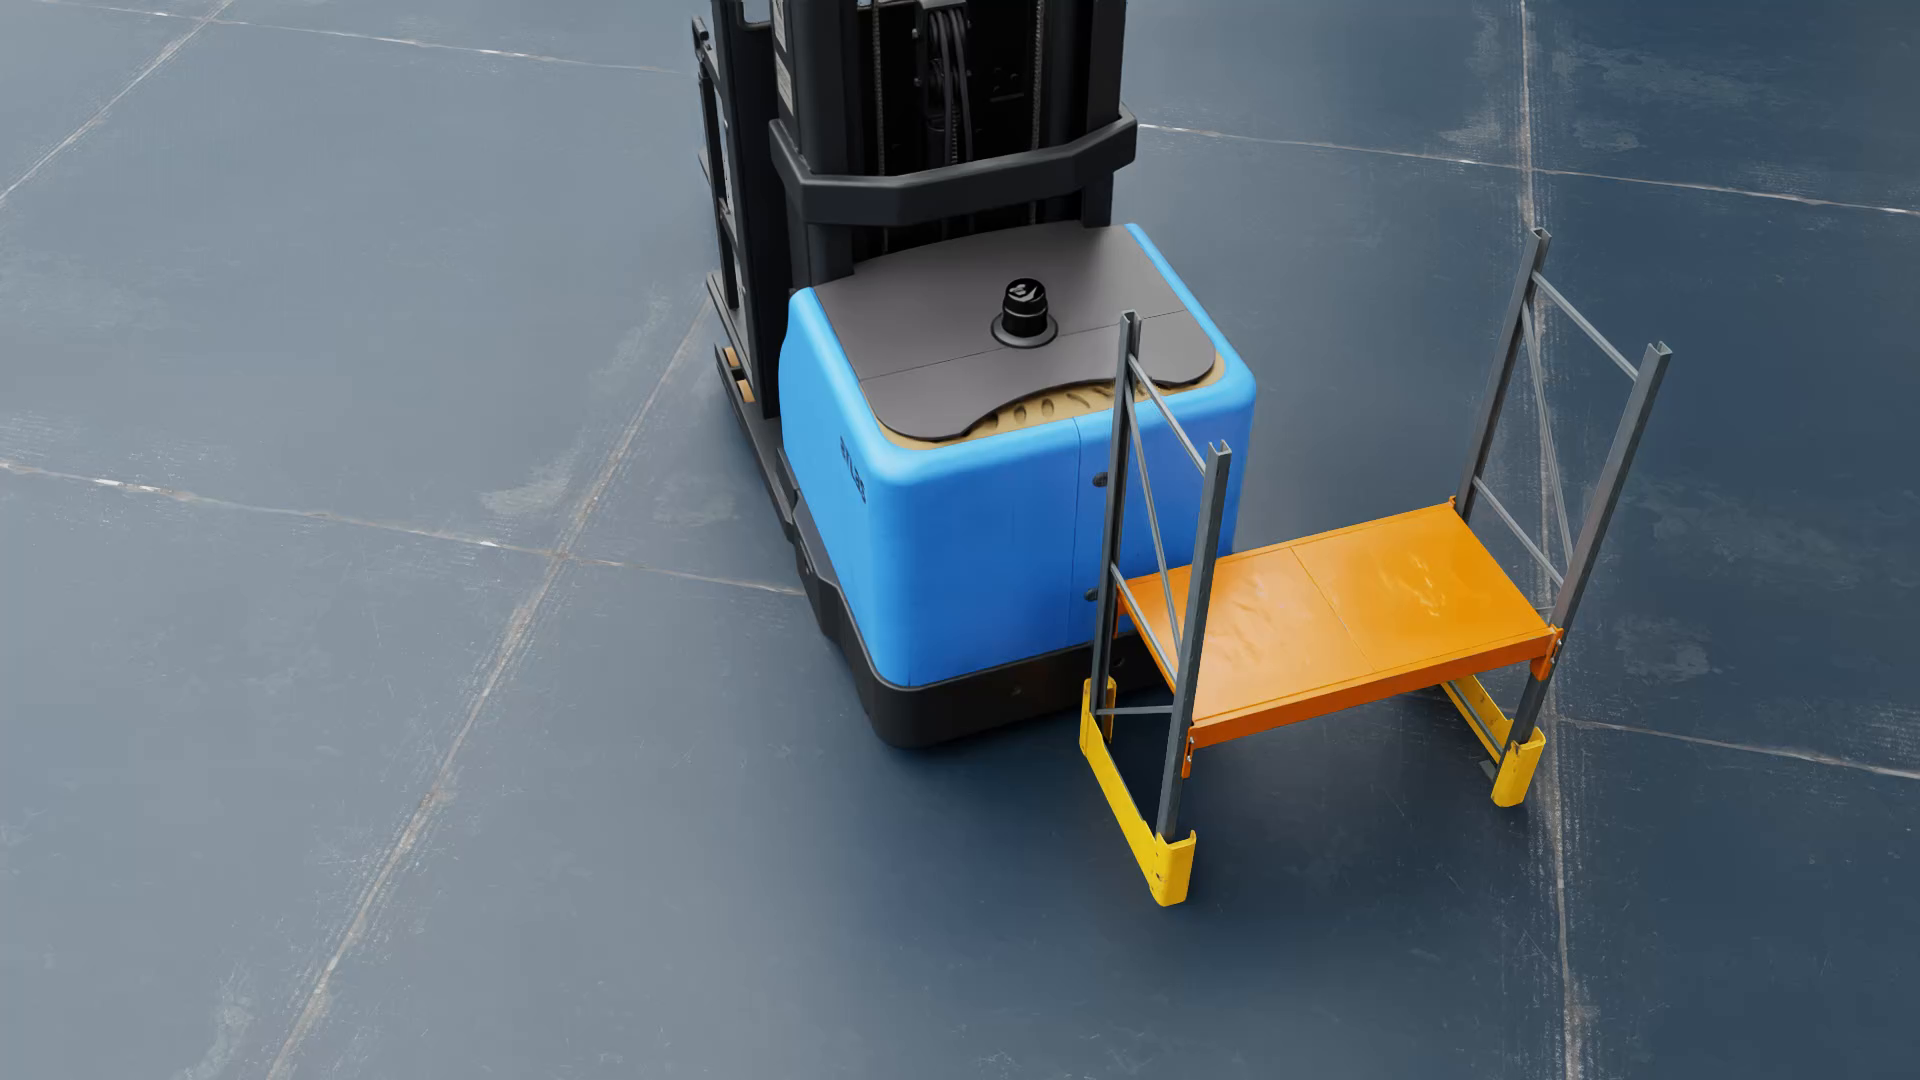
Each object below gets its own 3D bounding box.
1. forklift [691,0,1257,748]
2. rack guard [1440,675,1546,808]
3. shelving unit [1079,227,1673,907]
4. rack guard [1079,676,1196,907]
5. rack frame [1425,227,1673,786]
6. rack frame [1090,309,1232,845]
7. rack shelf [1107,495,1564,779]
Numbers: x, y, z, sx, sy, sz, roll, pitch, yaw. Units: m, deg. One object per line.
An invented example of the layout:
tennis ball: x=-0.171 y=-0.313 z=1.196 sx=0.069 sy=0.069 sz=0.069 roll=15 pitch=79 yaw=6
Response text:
forklift: x=-0.205 y=-1.525 z=4.720 sx=1.130 sy=2.935 sz=3.031 roll=-14 pitch=46 yaw=-14
rack guard: x=1.405 y=0.436 z=4.617 sx=0.087 sy=0.250 sz=0.587 roll=-13 pitch=45 yaw=-13
shelving unit: x=0.933 y=0.094 z=4.071 sx=1.083 sy=1.500 sz=0.587 roll=-13 pitch=45 yaw=-13
rack guard: x=0.460 y=0.653 z=4.391 sx=0.087 sy=0.250 sz=0.587 roll=-13 pitch=45 yaw=-13
rack frame: x=1.407 y=-0.015 z=4.184 sx=0.032 sy=1.500 sz=0.500 roll=-13 pitch=45 yaw=-13
rack frame: x=0.442 y=0.207 z=3.953 sx=0.032 sy=1.500 sz=0.500 roll=-13 pitch=45 yaw=-13
rack shelf: x=0.924 y=0.226 z=4.193 sx=1.000 sy=0.185 sz=0.538 roll=-13 pitch=45 yaw=-13
